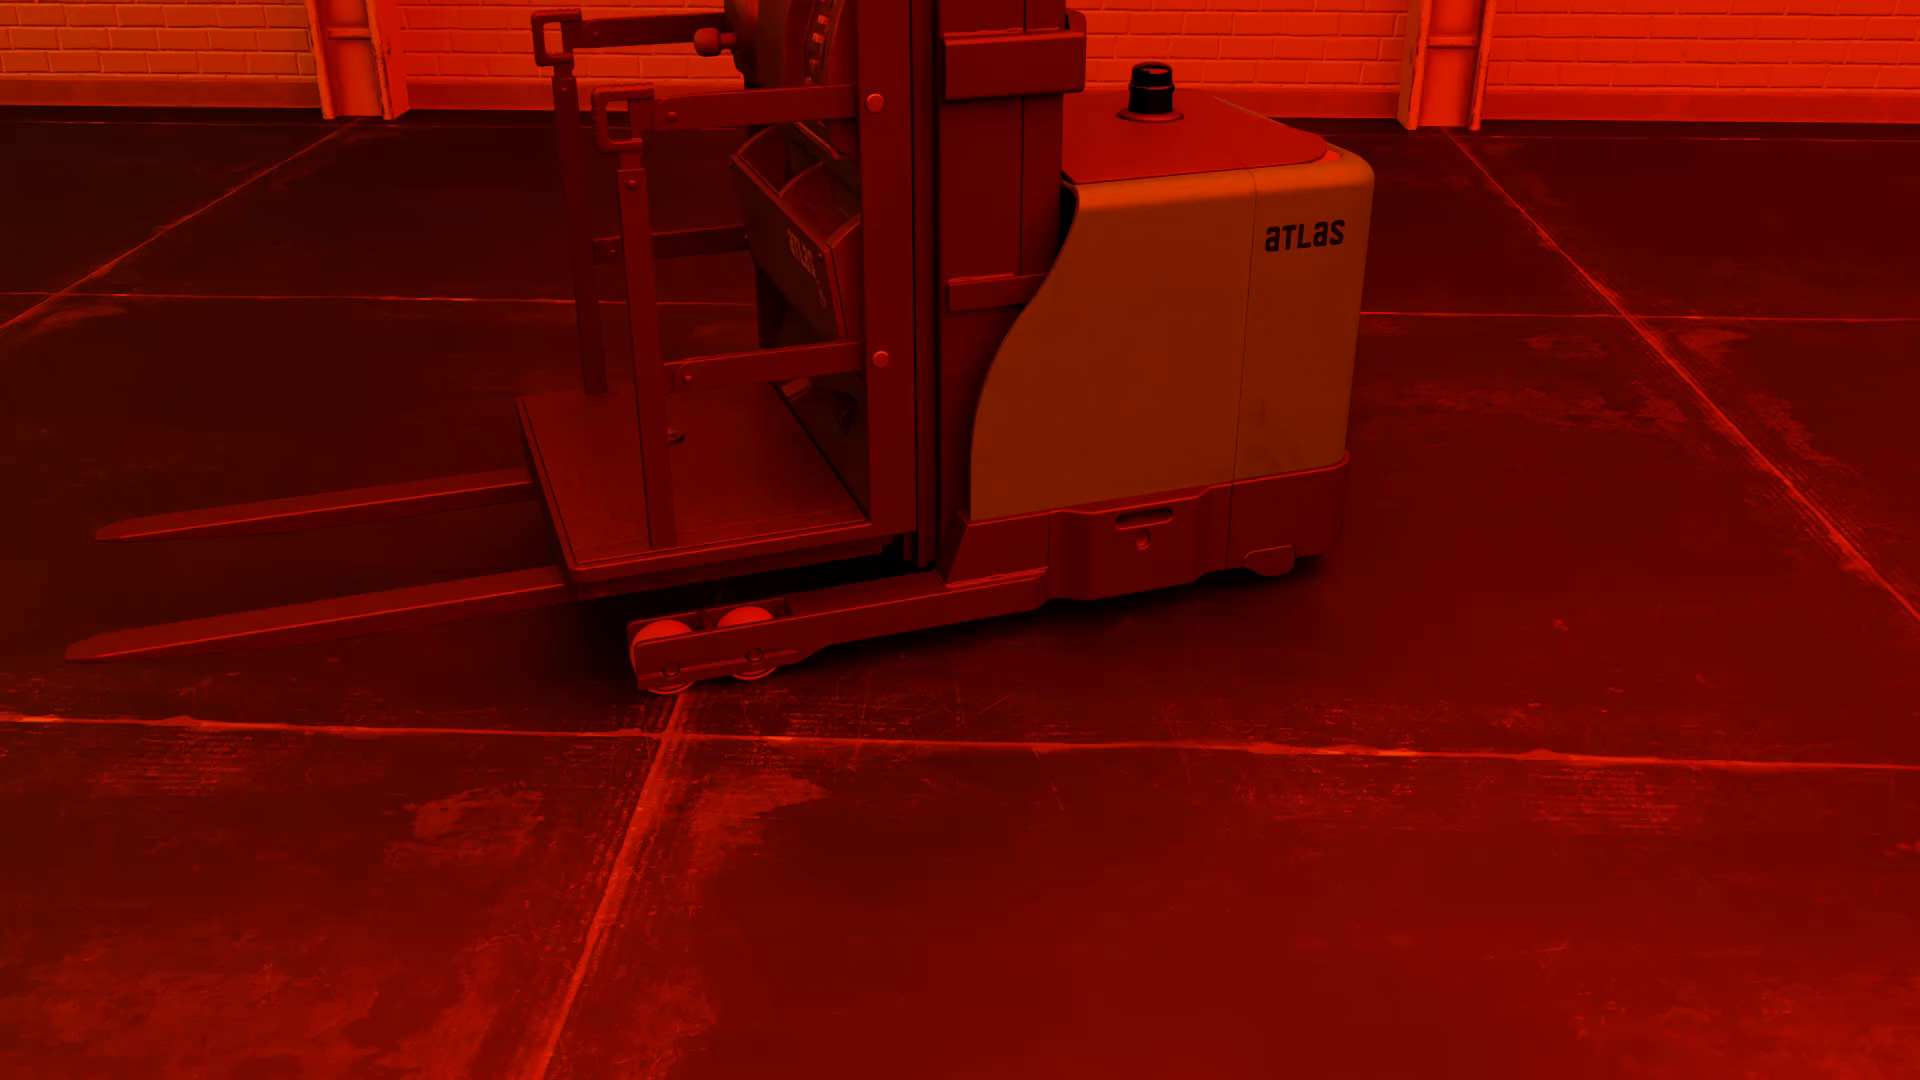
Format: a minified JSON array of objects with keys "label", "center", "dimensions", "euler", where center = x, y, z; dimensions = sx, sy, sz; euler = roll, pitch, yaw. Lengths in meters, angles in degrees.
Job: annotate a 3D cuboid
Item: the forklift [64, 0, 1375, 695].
[{"label":"forklift","center":[-0.573,-1.224,3.691],"dimensions":[3.031,2.935,1.130],"euler":[-9,28,-17]}]
